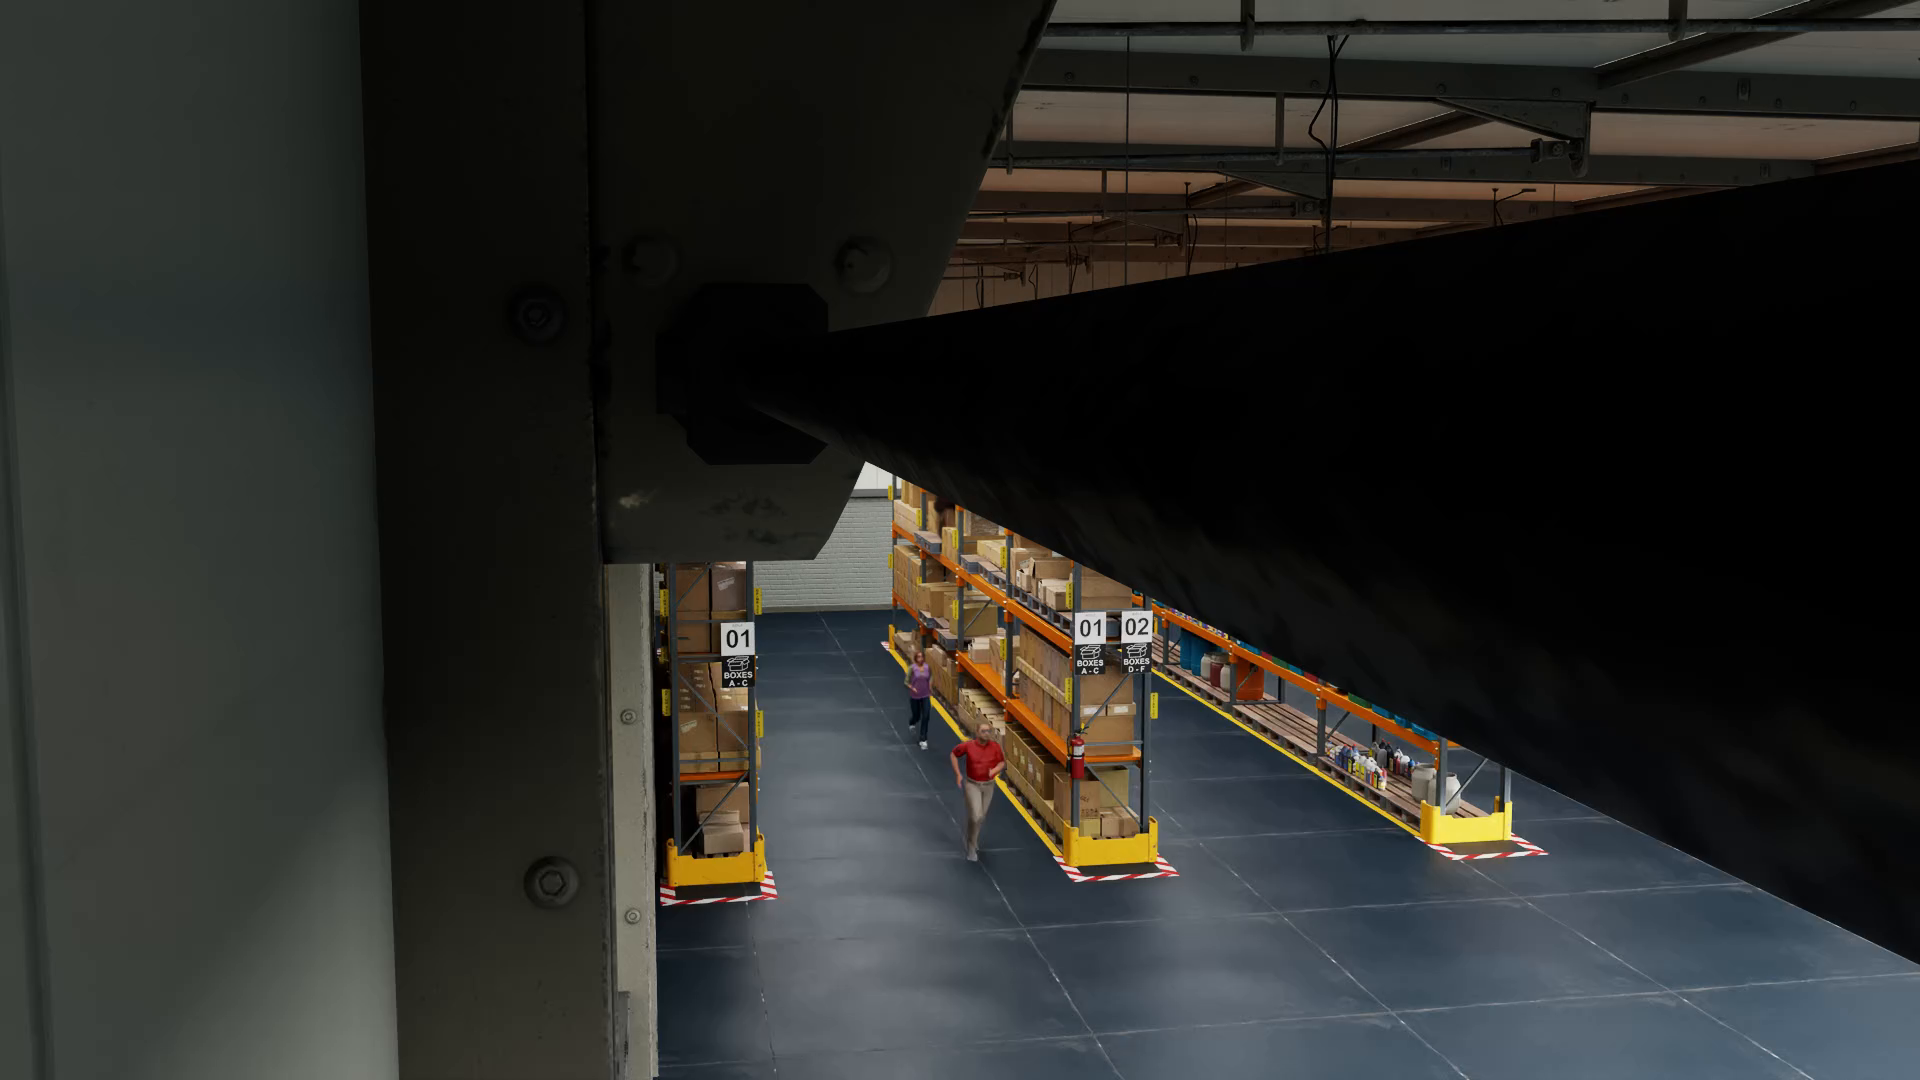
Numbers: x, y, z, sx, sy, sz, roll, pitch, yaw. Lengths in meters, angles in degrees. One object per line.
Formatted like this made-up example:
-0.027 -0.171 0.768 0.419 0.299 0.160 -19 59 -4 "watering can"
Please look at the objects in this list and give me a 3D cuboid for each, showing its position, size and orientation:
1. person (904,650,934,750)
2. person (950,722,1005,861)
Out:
-0.666 2.595 27.390 0.538 1.596 0.812 -2 6 -16 "person"
0.246 3.210 21.303 0.647 1.792 0.738 -3 7 -23 "person"
